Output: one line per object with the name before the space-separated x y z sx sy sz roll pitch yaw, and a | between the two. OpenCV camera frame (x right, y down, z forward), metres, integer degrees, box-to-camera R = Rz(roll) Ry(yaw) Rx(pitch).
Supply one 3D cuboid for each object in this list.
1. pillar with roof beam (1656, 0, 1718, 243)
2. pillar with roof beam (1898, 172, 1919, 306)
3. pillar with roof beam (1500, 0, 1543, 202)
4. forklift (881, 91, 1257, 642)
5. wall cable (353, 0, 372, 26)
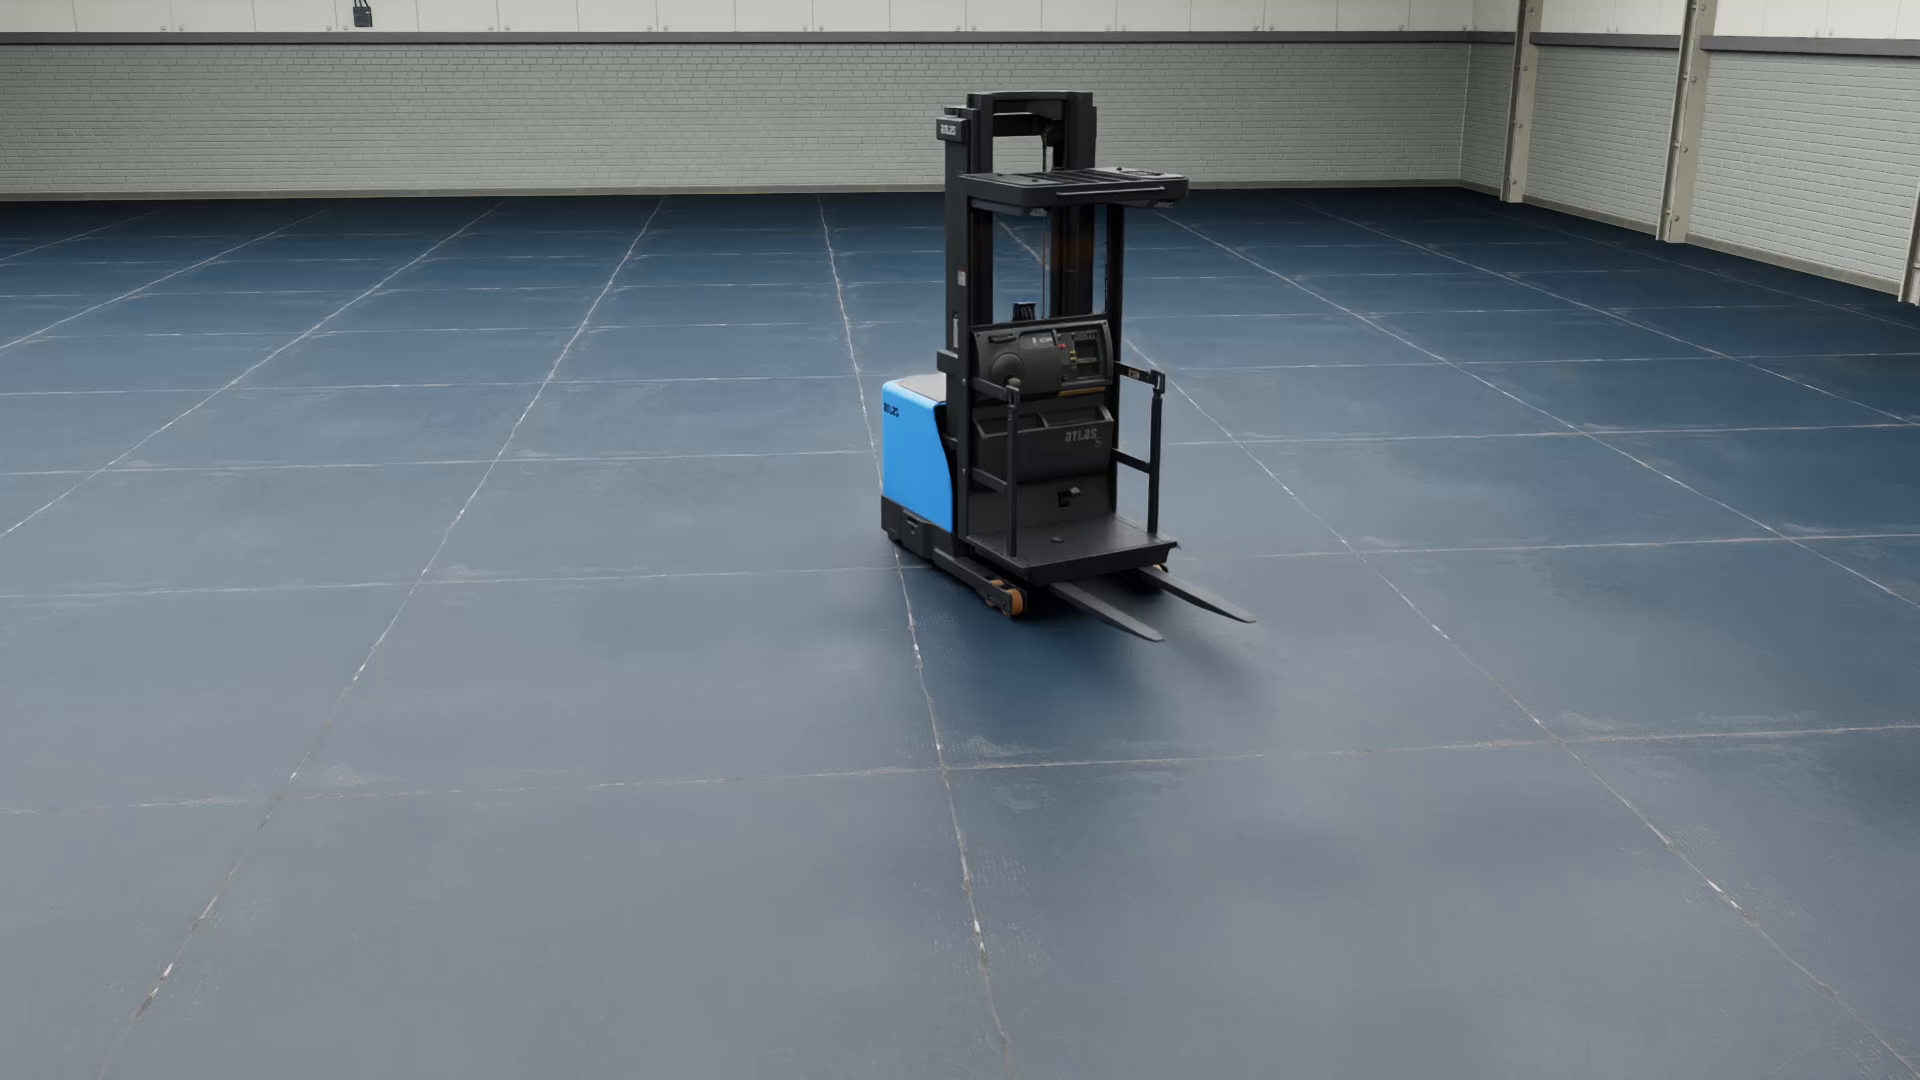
pillar with roof beam | 6.898 -8.859 24.371 9.100 9.000 0.400 -2 18 -6
pillar with roof beam | 7.517 -7.071 18.677 9.100 9.000 0.400 -2 18 -6
pillar with roof beam | 6.279 -10.646 30.065 9.100 9.000 0.400 -2 18 -6
forklift | 0.609 -1.101 9.790 1.130 2.935 3.031 -9 20 -27
wall cable | -10.315 -12.636 30.725 2.305 6.003 0.169 -2 18 -6
